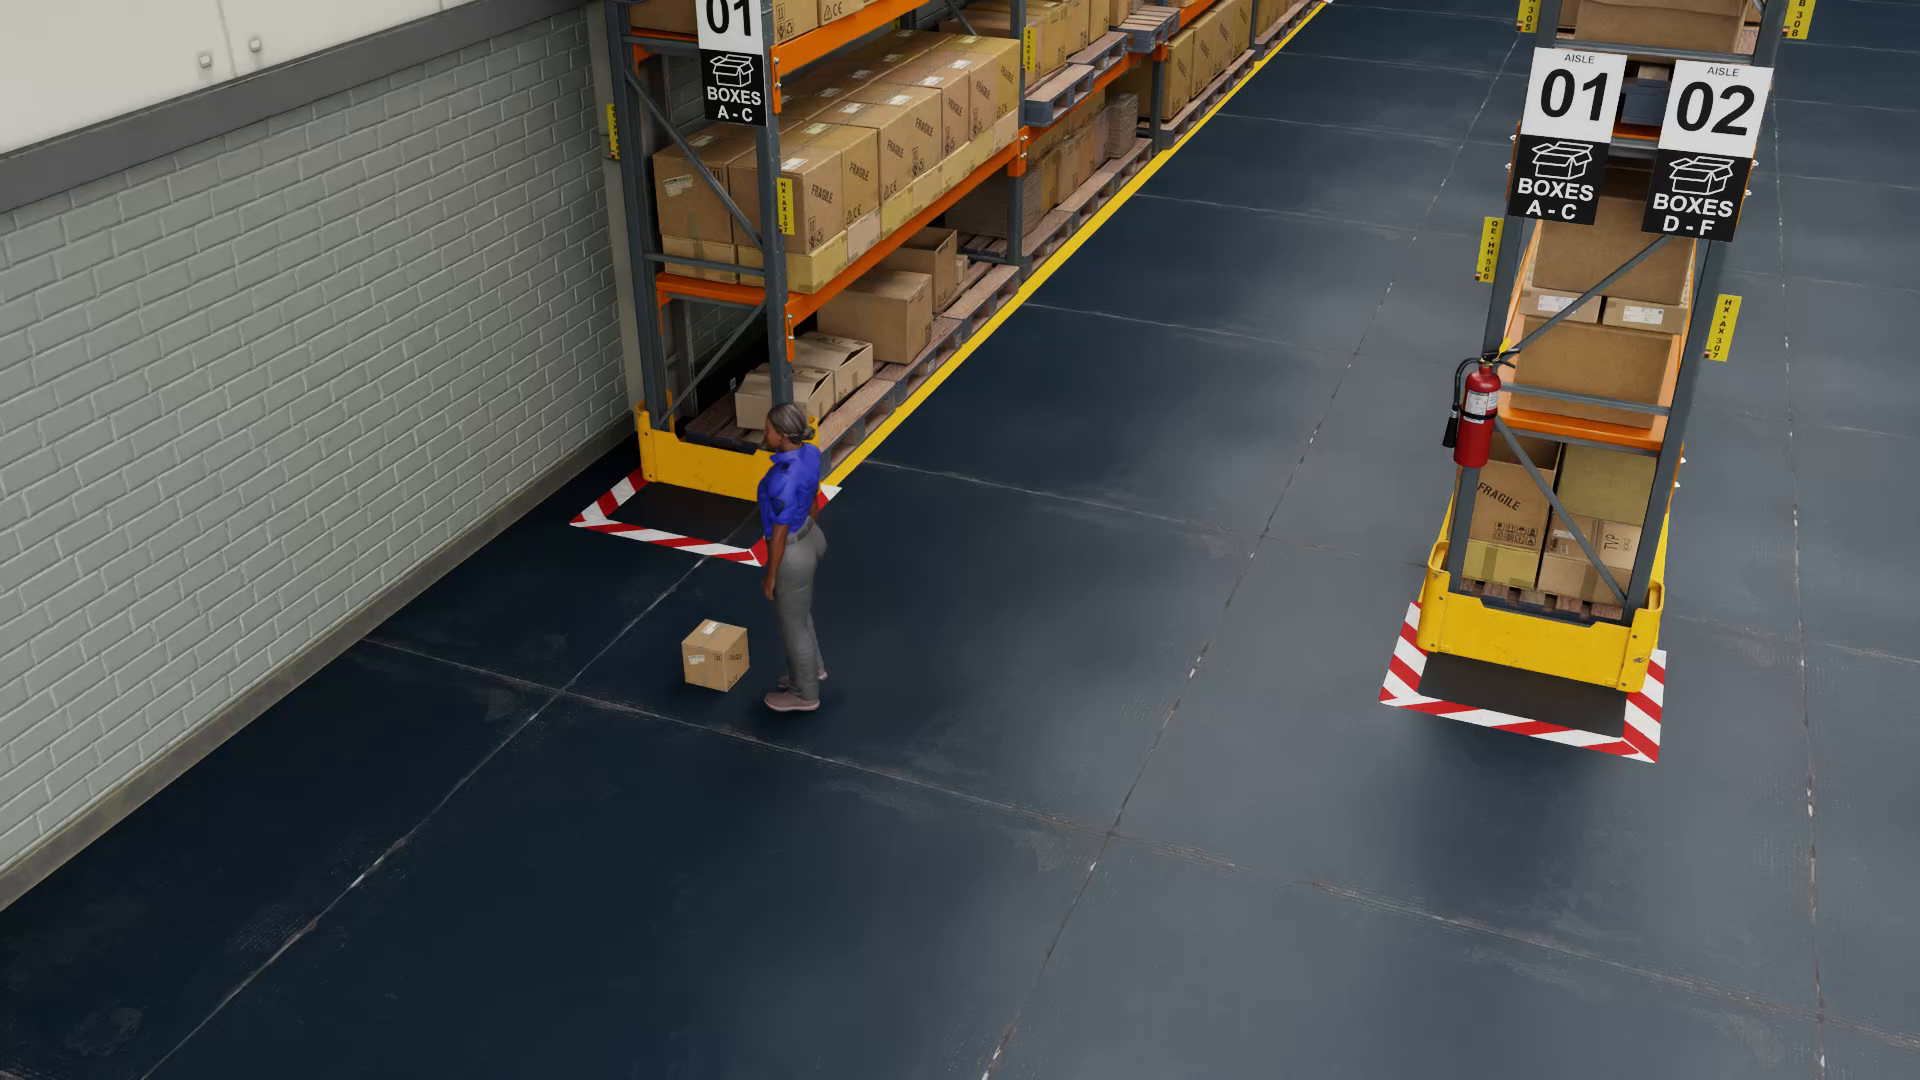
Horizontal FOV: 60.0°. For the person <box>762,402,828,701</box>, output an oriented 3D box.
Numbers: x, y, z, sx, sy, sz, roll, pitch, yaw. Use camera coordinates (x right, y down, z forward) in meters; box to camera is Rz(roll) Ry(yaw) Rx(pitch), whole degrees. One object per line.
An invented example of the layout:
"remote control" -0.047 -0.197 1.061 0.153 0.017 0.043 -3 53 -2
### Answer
"person" -0.841 0.049 8.207 0.343 1.575 0.485 8 31 14
